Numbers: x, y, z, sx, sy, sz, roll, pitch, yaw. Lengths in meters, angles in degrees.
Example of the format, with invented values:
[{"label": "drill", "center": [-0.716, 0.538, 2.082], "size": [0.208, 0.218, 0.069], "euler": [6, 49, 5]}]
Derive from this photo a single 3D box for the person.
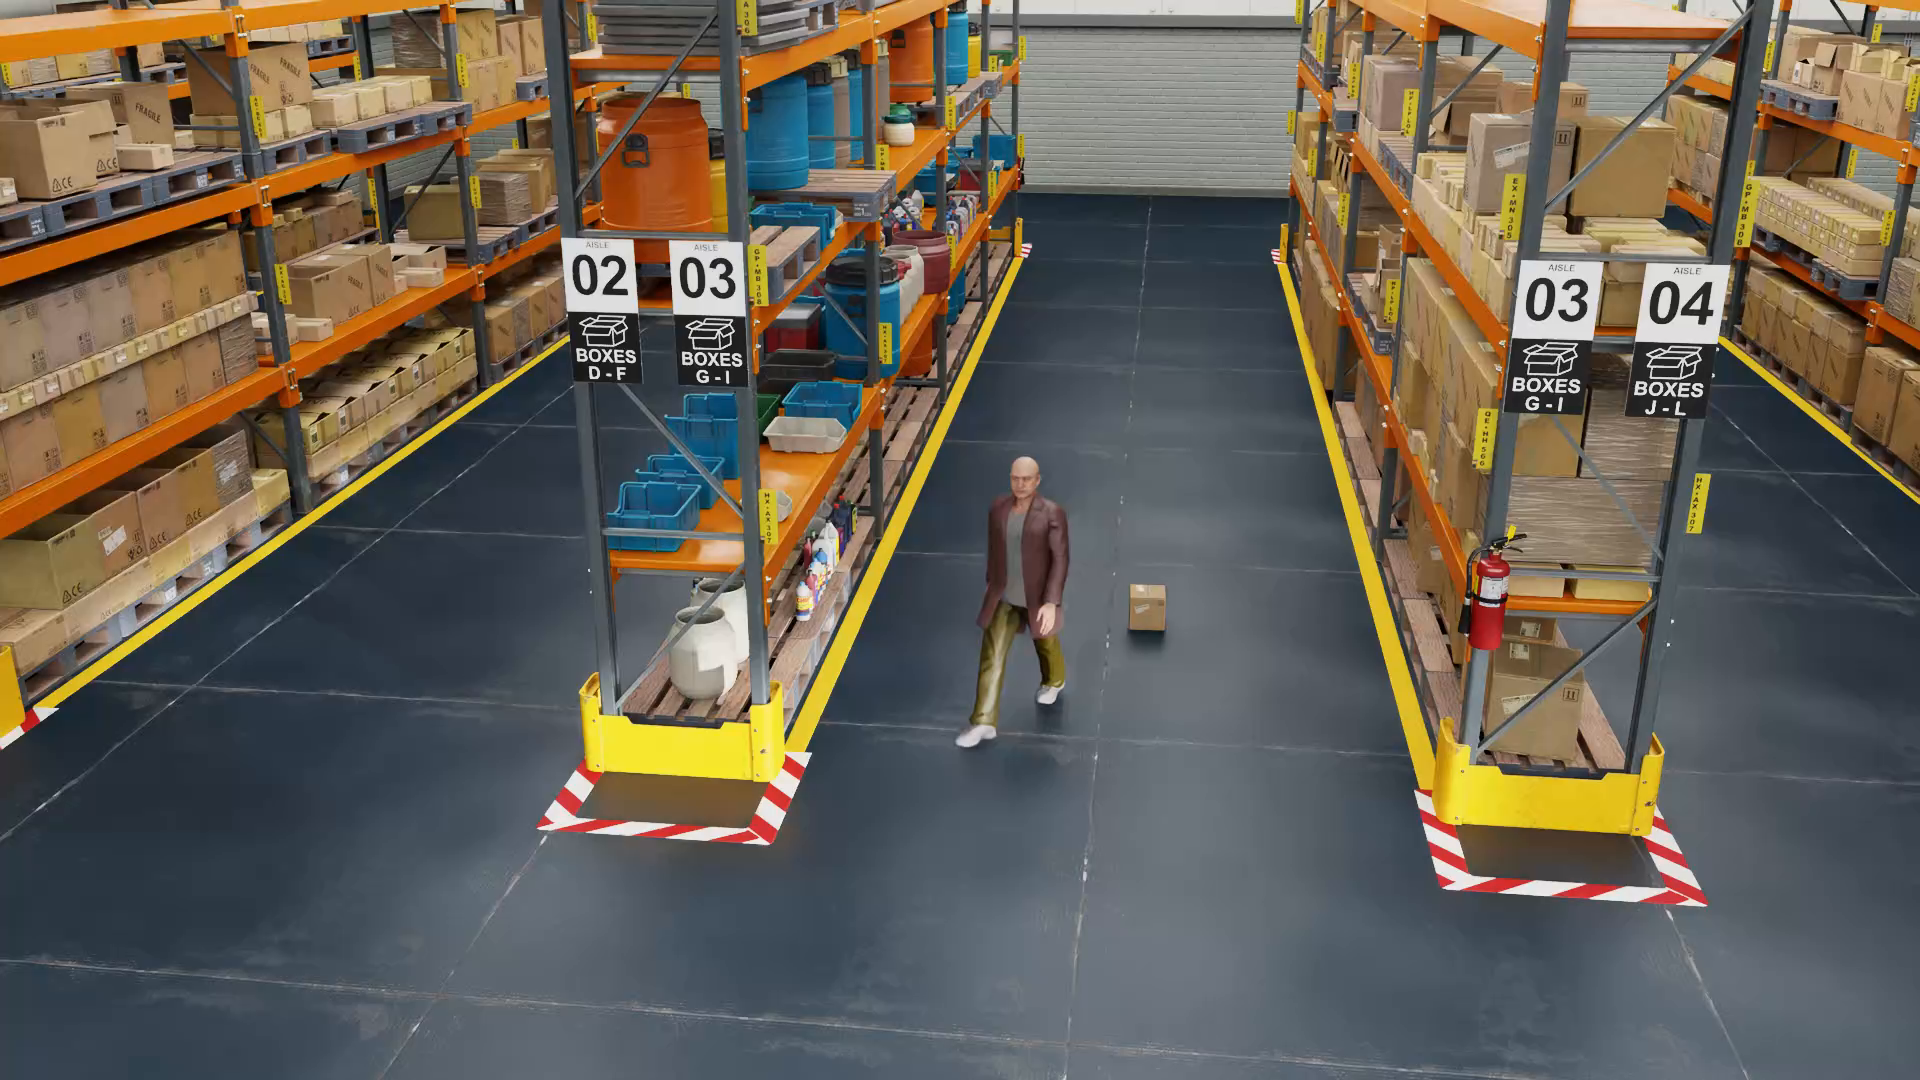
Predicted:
[{"label": "person", "center": [0.364, 0.341, 10.185], "size": [0.613, 1.712, 1.148], "euler": [8, 22, 20]}]
